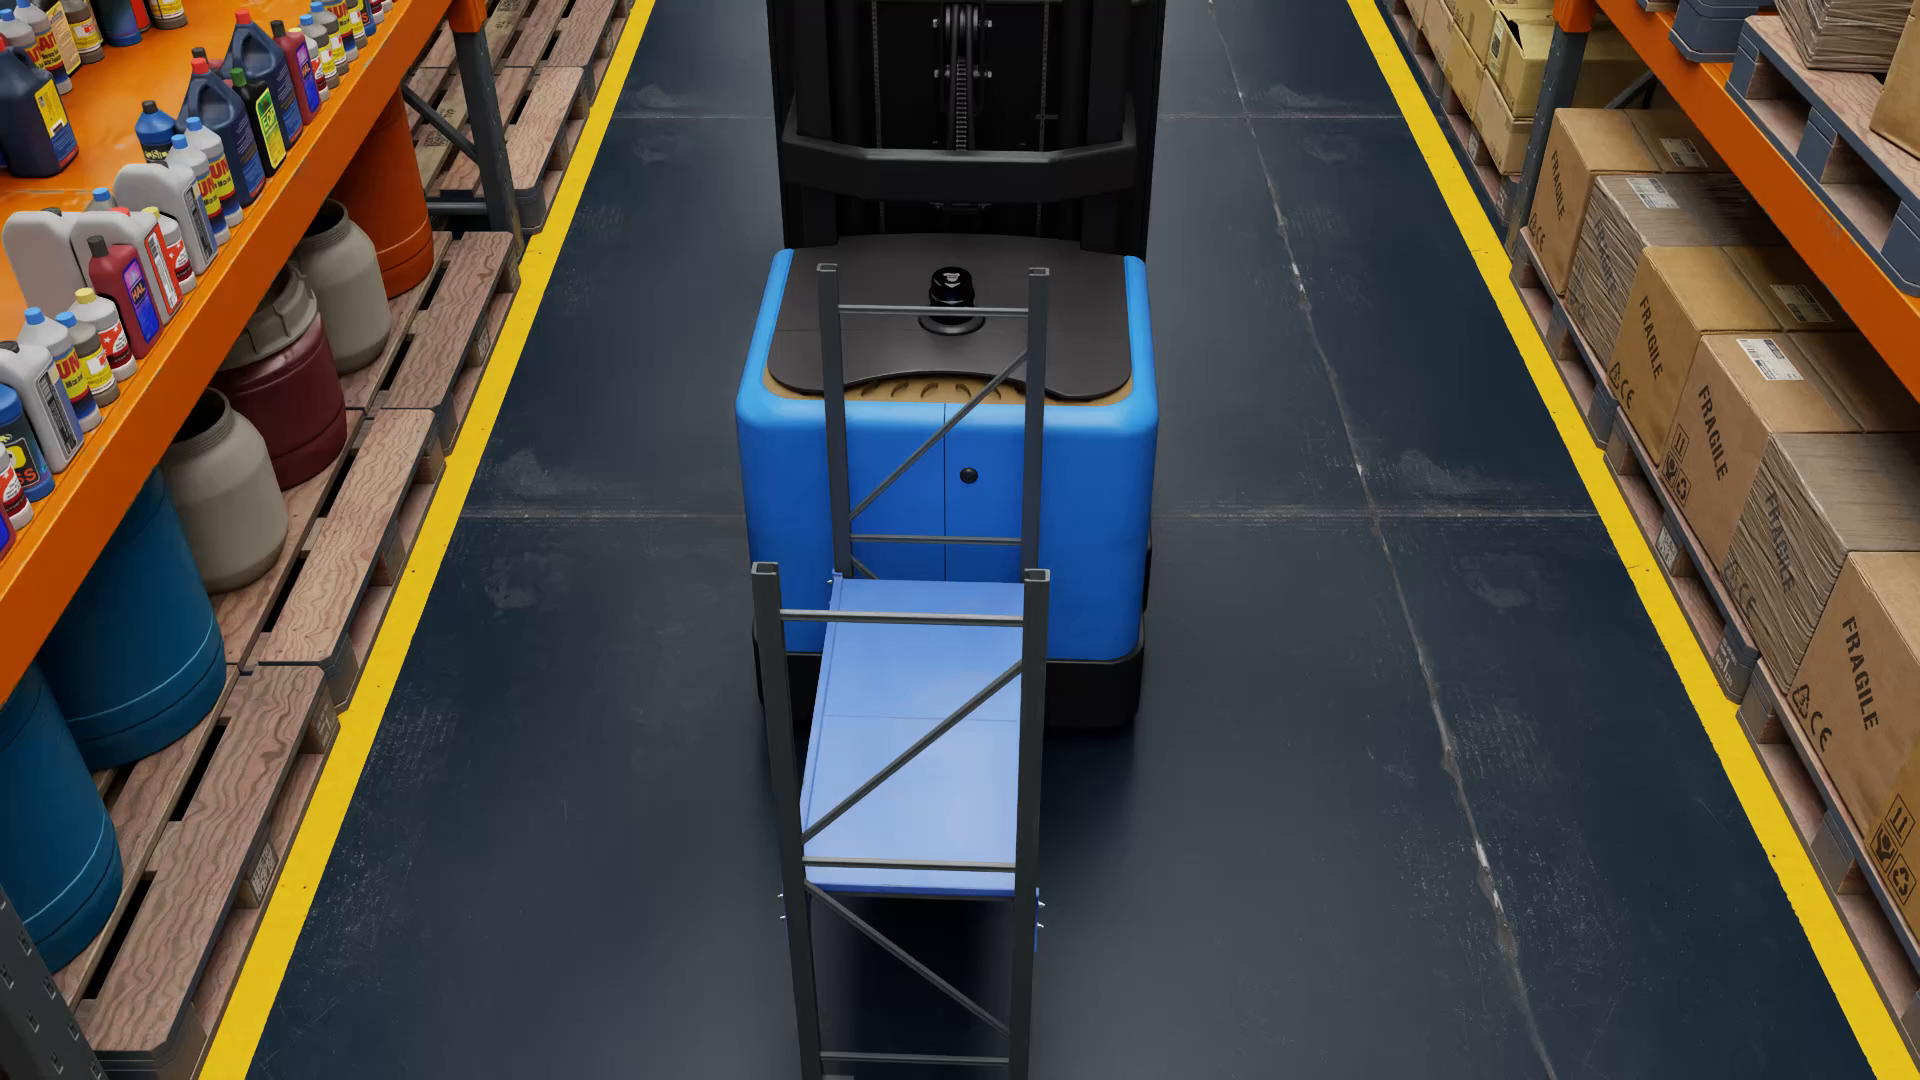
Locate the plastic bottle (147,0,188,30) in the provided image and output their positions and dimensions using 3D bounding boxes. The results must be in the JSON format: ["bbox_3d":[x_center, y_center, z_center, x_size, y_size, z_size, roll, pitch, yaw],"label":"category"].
[{"bbox_3d":[-2.454,-1.684,5.112,0.097,0.201,0.097,0,39,0],"label":"plastic bottle"}]

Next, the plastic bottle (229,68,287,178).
[{"bbox_3d":[-1.828,-1.098,4.315,0.061,0.283,0.133,0,39,0],"label":"plastic bottle"}]

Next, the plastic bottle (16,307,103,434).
[{"bbox_3d":[-1.845,-0.350,3.390,0.097,0.271,0.097,0,39,0],"label":"plastic bottle"}]

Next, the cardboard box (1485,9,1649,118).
[{"bbox_3d":[2.450,-1.948,6.697,0.500,0.311,0.500,1,39,1],"label":"cardboard box"}]

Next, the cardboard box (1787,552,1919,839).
[{"bbox_3d":[2.422,0.376,4.029,0.500,0.500,0.500,0,39,0],"label":"cardboard box"}]

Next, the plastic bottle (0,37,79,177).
[{"bbox_3d":[-2.429,-1.137,4.310,0.144,0.351,0.185,0,39,0],"label":"plastic bottle"}]

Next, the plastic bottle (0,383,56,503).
[{"bbox_3d":[-1.844,-0.204,3.209,0.097,0.271,0.097,0,39,0],"label":"plastic bottle"}]

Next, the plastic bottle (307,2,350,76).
[{"bbox_3d":[-1.847,-1.459,4.831,0.097,0.201,0.097,0,39,0],"label":"plastic bottle"}]

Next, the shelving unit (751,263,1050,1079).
[{"bbox_3d":[-0.079,0.320,3.651,0.538,1.500,1.048,1,39,2],"label":"shelving unit"}]

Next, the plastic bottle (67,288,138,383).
[{"bbox_3d":[-1.845,-0.444,3.564,0.097,0.201,0.097,0,39,0],"label":"plastic bottle"}]

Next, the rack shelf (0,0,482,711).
[{"bbox_3d":[-2.254,-0.779,4.398,1.077,0.370,4.000,0,39,0],"label":"rack shelf"}]

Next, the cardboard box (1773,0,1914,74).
[{"bbox_3d":[2.621,-1.548,4.368,0.700,0.500,0.500,7,39,8],"label":"cardboard box"}]

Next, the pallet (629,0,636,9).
[{"bbox_3d":[-2.221,-3.232,9.115,1.003,0.211,1.213,0,39,0],"label":"pallet"}]

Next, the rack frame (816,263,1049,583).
[{"bbox_3d":[-0.058,0.003,4.047,0.500,1.500,0.032,1,39,2],"label":"rack frame"}]

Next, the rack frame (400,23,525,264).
[{"bbox_3d":[-2.256,-2.310,5.734,1.000,3.000,0.127,0,39,0],"label":"rack frame"}]

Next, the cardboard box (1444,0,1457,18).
[{"bbox_3d":[2.445,-2.589,7.497,0.500,0.311,0.500,0,39,0],"label":"cardboard box"}]

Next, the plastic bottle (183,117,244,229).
[{"bbox_3d":[-1.846,-0.906,4.084,0.097,0.271,0.097,0,39,0],"label":"plastic bottle"}]

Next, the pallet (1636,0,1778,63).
[{"bbox_3d":[2.768,-1.813,5.267,1.213,0.211,1.003,0,39,0],"label":"pallet"}]

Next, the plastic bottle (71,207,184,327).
[{"bbox_3d":[-1.872,-0.629,3.735,0.152,0.276,0.135,0,39,0],"label":"plastic bottle"}]

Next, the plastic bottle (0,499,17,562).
[{"bbox_3d":[-1.826,-0.076,3.040,0.061,0.283,0.133,0,39,0],"label":"plastic bottle"}]

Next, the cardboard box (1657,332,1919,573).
[{"bbox_3d":[2.419,-0.255,4.817,0.500,0.500,0.500,-1,39,-2],"label":"cardboard box"}]

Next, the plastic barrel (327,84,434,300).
[{"bbox_3d":[-2.239,-1.321,5.900,0.600,0.830,0.708,0,39,0],"label":"plastic barrel"}]

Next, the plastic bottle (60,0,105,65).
[{"bbox_3d":[-2.606,-1.516,4.902,0.097,0.201,0.097,0,39,0],"label":"plastic bottle"}]

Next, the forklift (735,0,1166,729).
[{"bbox_3d":[0.026,-1.534,4.821,1.130,2.935,3.031,1,39,2],"label":"forklift"}]

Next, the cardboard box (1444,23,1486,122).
[{"bbox_3d":[2.448,-2.053,7.277,0.500,0.250,0.500,0,39,-1],"label":"cardboard box"}]

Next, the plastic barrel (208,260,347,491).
[{"bbox_3d":[-2.237,-0.521,5.094,0.600,0.588,0.708,0,39,0],"label":"plastic barrel"}]

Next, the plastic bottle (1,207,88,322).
[{"bbox_3d":[-2.025,-0.629,3.735,0.152,0.276,0.135,0,39,0],"label":"plastic bottle"}]

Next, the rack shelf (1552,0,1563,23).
[{"bbox_3d":[2.695,-3.281,7.521,1.077,0.370,4.000,0,39,0],"label":"rack shelf"}]

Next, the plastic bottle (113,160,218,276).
[{"bbox_3d":[-1.873,-0.774,3.916,0.152,0.276,0.135,0,39,0],"label":"plastic bottle"}]

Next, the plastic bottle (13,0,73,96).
[{"bbox_3d":[-2.605,-1.399,4.700,0.097,0.271,0.097,0,39,0],"label":"plastic bottle"}]

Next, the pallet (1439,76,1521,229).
[{"bbox_3d":[2.735,-1.738,7.250,1.003,0.211,1.213,0,39,0],"label":"pallet"}]

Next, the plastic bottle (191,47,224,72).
[{"bbox_3d":[-1.972,-1.181,4.419,0.061,0.283,0.133,0,39,0],"label":"plastic bottle"}]

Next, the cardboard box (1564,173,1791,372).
[{"bbox_3d":[2.418,-0.895,5.616,0.500,0.500,0.500,-1,39,-2],"label":"cardboard box"}]

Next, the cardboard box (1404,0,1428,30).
[{"bbox_3d":[2.447,-2.689,8.070,0.500,0.250,0.500,1,39,1],"label":"cardboard box"}]

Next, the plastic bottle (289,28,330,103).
[{"bbox_3d":[-1.846,-1.337,4.679,0.097,0.201,0.097,0,39,0],"label":"plastic bottle"}]

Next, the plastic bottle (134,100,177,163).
[{"bbox_3d":[-1.990,-0.966,4.160,0.097,0.271,0.097,0,39,0],"label":"plastic bottle"}]

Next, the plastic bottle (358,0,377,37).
[{"bbox_3d":[-1.847,-1.669,5.037,0.097,0.271,0.097,0,39,0],"label":"plastic bottle"}]

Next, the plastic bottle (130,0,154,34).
[{"bbox_3d":[-2.579,-1.701,5.074,0.152,0.276,0.135,0,39,0],"label":"plastic bottle"}]

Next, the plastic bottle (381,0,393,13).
[{"bbox_3d":[-1.847,-1.763,5.211,0.097,0.201,0.097,0,39,0],"label":"plastic bottle"}]

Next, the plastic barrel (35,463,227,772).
[{"bbox_3d":[-2.236,0.063,4.115,0.600,0.901,0.708,0,39,0],"label":"plastic barrel"}]

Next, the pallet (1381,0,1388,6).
[{"bbox_3d":[2.732,-3.264,9.154,1.003,0.211,1.213,0,39,0],"label":"pallet"}]

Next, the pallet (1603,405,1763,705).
[{"bbox_3d":[2.659,0.005,5.075,1.003,0.211,1.213,0,39,0],"label":"pallet"}]

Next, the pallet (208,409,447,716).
[{"bbox_3d":[-2.215,0.032,5.041,1.003,0.211,1.213,0,39,0],"label":"pallet"}]

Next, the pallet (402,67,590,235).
[{"bbox_3d":[-2.218,-1.706,7.210,1.003,0.211,1.213,0,39,0],"label":"pallet"}]

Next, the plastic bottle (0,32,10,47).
[{"bbox_3d":[-2.623,-1.271,4.531,0.061,0.283,0.133,0,39,0],"label":"plastic bottle"}]
